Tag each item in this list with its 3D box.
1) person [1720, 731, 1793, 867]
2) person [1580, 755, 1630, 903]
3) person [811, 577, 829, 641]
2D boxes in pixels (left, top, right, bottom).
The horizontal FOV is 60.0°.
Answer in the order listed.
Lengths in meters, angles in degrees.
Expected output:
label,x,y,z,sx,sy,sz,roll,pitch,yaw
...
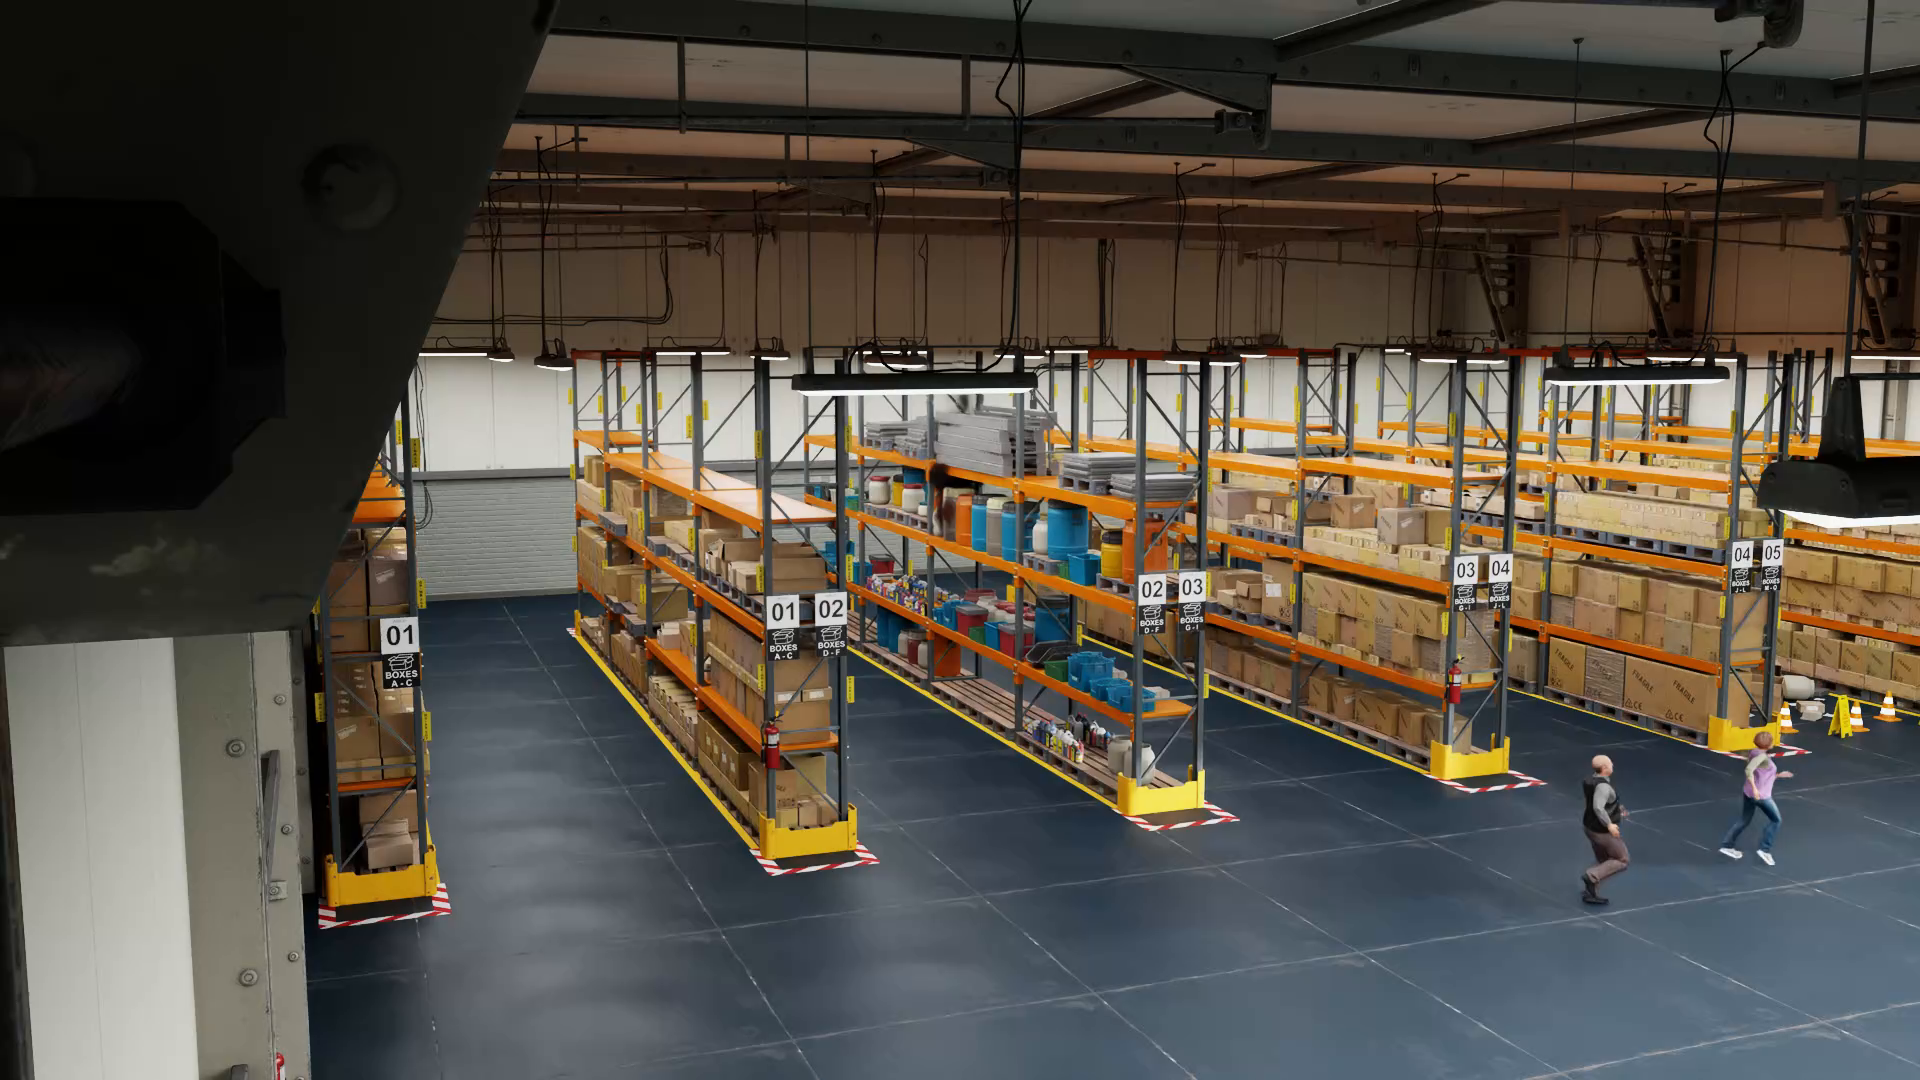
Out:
label,x,y,z,sx,sy,sz,roll,pitch,yaw
person,9.510,3.081,19.824,0.782,1.638,0.498,0,7,4
person,7.161,3.213,18.453,0.569,1.678,0.652,0,7,-2
person,-2.389,1.587,29.069,0.646,1.901,0.684,-5,9,-37
